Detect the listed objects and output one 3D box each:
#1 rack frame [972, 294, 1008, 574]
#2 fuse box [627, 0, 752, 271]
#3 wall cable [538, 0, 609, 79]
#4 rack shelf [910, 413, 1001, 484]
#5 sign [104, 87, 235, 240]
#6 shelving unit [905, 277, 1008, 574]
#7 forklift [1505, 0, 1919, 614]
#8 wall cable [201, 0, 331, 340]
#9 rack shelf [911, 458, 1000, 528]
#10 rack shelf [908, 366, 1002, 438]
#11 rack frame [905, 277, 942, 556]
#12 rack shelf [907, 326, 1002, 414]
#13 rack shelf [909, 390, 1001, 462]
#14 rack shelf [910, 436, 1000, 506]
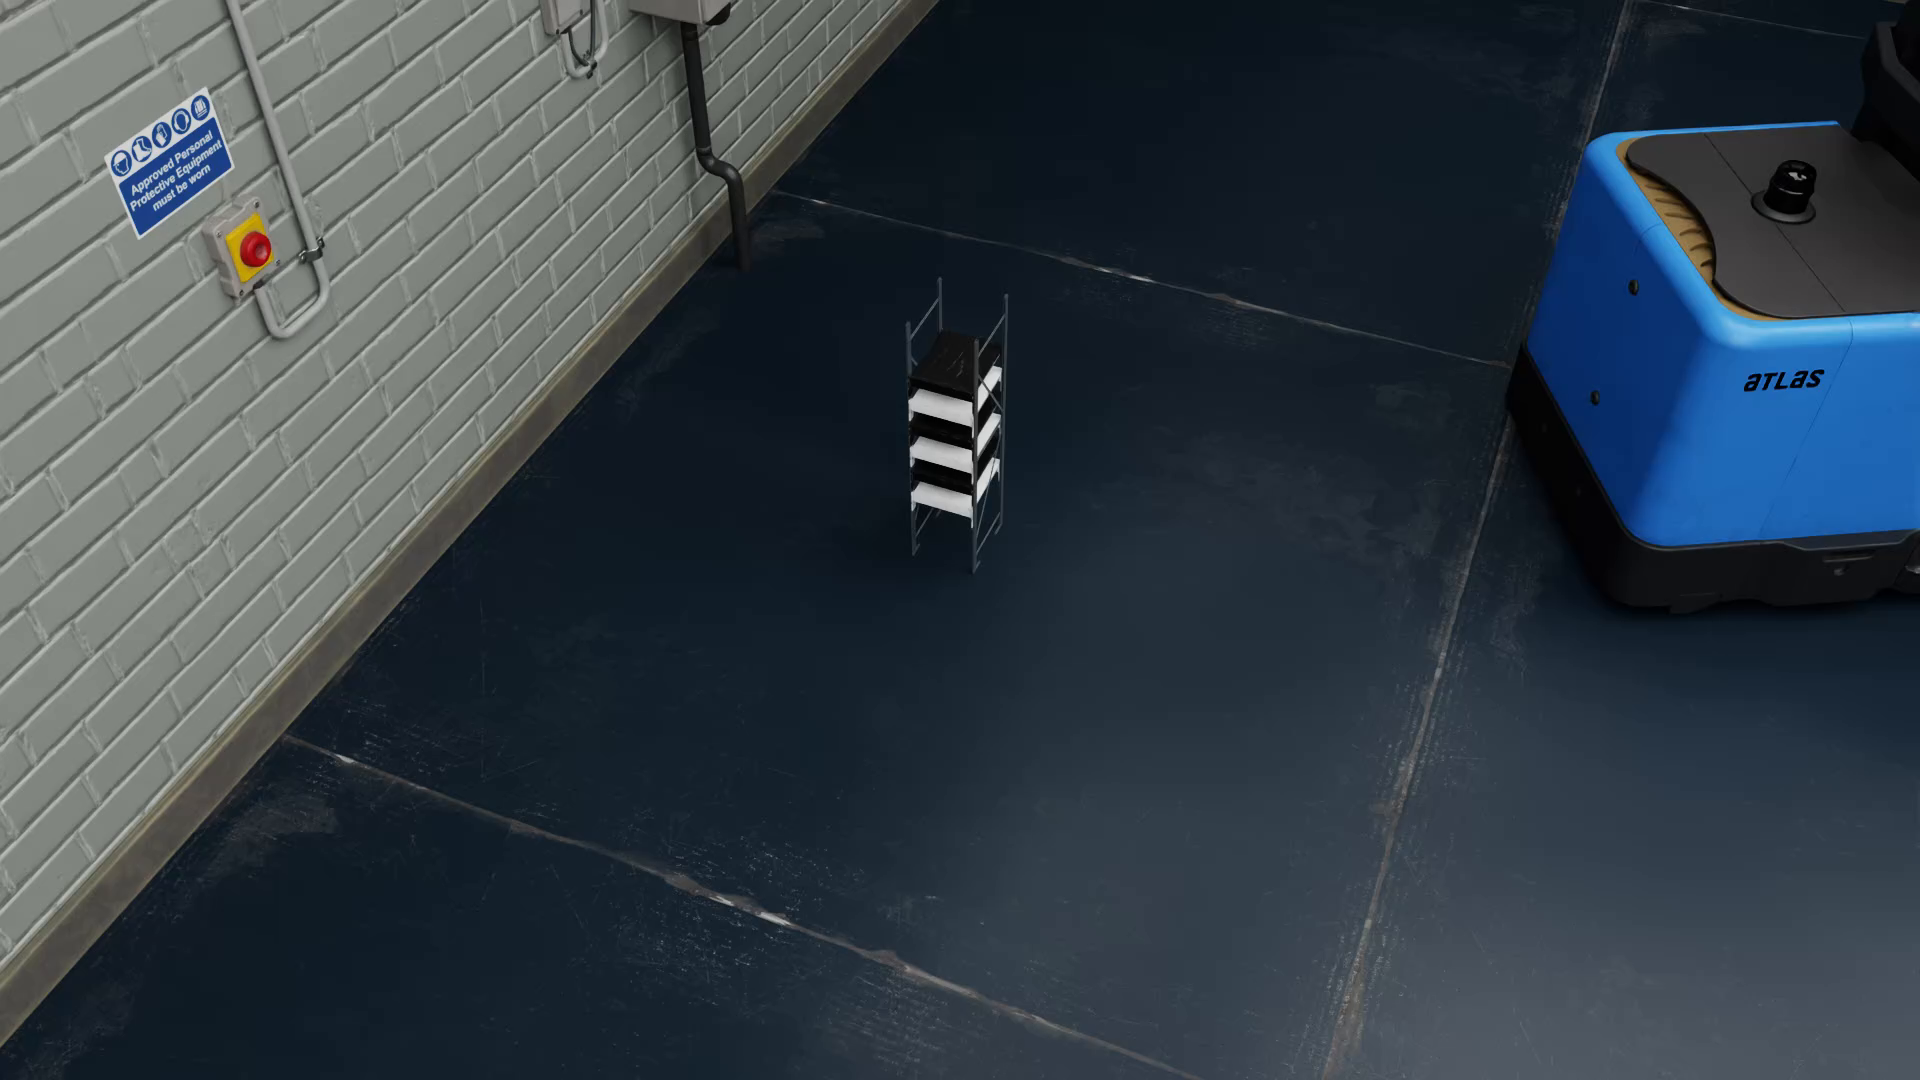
[{"bbox_3d":[0.086,-0.294,4.907,0.006,0.900,0.240,16,47,16],"label":"rack frame"},{"bbox_3d":[-0.781,-1.652,5.697,0.414,1.711,0.539,16,47,16],"label":"fuse box"},{"bbox_3d":[-1.189,-2.068,4.481,0.122,1.984,0.588,16,47,16],"label":"wall cable"},{"bbox_3d":[-0.007,-0.298,4.958,0.200,0.077,0.258,16,47,16],"label":"rack shelf"},{"bbox_3d":[-1.799,-0.862,3.798,0.001,0.218,0.327,16,47,16],"label":"sign"},{"bbox_3d":[-0.007,-0.321,4.935,0.210,0.900,0.258,16,47,16],"label":"shelving unit"},{"bbox_3d":[3.392,-1.256,4.434,3.031,2.935,1.130,-4,45,-4],"label":"forklift"},{"bbox_3d":[-1.724,-1.152,3.539,0.123,1.953,0.585,16,47,16],"label":"wall cable"},{"bbox_3d":[-0.007,-0.170,5.085,0.200,0.077,0.258,16,47,16],"label":"rack shelf"},{"bbox_3d":[-0.007,-0.425,4.831,0.200,0.077,0.258,16,47,16],"label":"rack shelf"},{"bbox_3d":[-0.101,-0.349,4.963,0.006,0.900,0.240,16,47,16],"label":"rack frame"},{"bbox_3d":[-0.007,-0.489,4.768,0.200,0.077,0.258,16,47,16],"label":"rack shelf"},{"bbox_3d":[-0.007,-0.361,4.895,0.200,0.077,0.258,16,47,16],"label":"rack shelf"},{"bbox_3d":[-0.007,-0.234,5.022,0.200,0.077,0.258,16,47,16],"label":"rack shelf"}]
